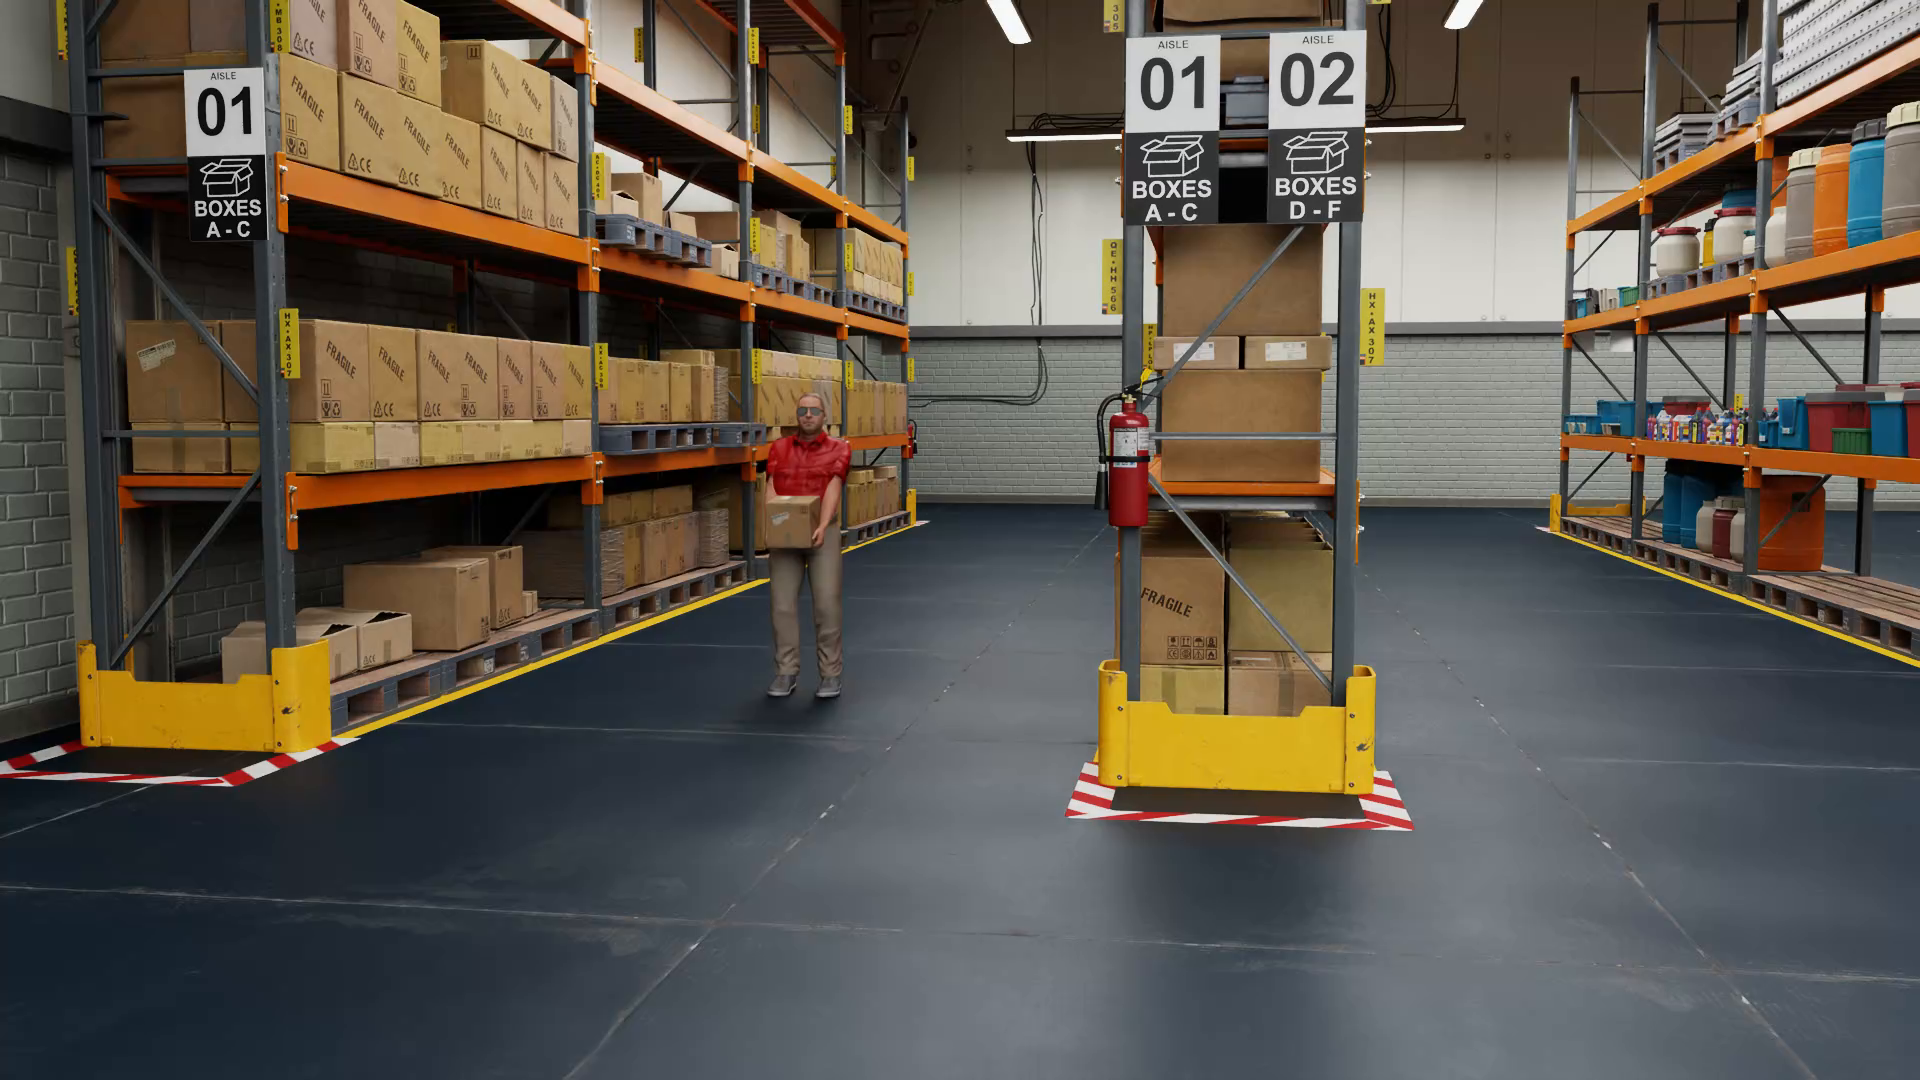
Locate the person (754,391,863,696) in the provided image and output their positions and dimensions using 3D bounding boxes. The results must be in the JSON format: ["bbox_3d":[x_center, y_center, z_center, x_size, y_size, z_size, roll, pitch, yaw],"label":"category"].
[{"bbox_3d":[-0.862,0.017,9.503,0.606,1.727,0.397,0,4,5],"label":"person"}]
